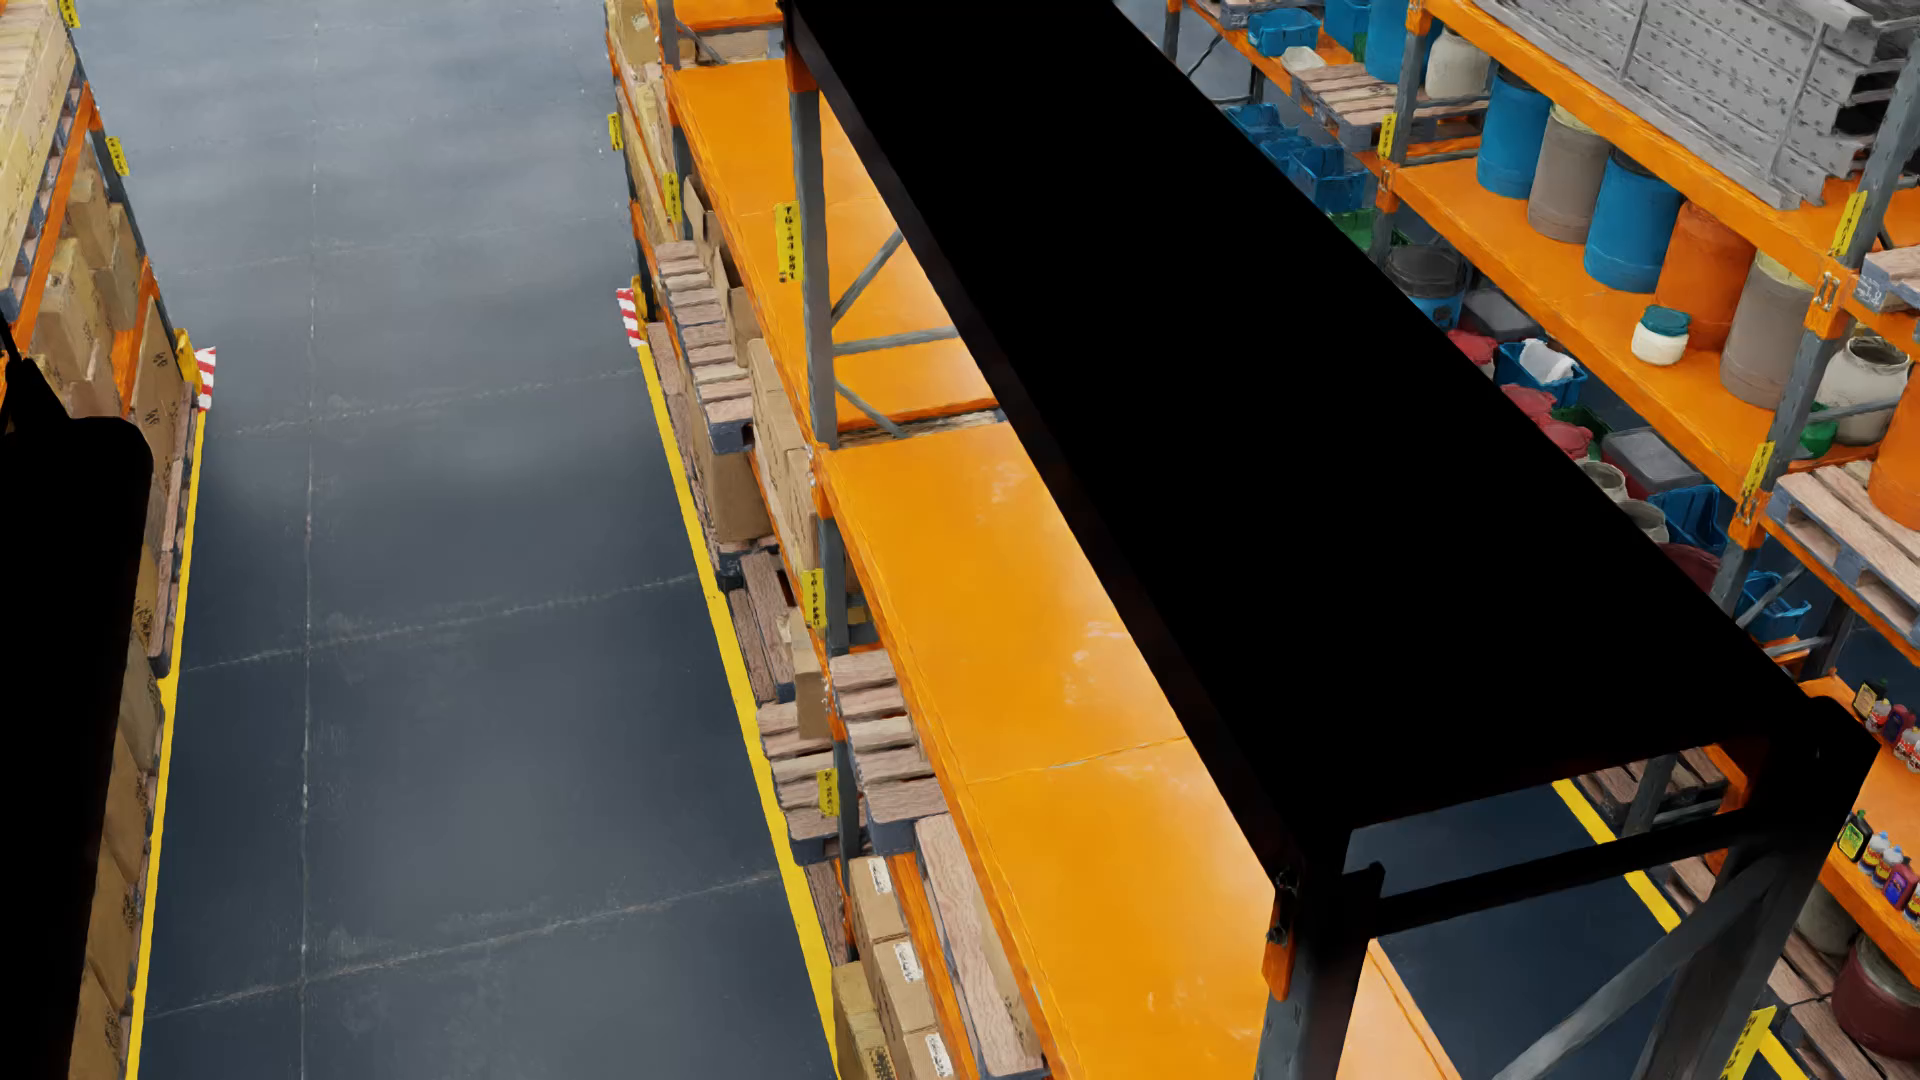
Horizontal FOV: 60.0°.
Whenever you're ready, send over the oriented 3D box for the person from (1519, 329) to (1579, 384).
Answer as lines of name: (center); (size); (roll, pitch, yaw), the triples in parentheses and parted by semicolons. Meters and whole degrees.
person: (4.187, -0.871, 12.171); (0.521, 1.785, 0.567); (-25, 45, -28)
